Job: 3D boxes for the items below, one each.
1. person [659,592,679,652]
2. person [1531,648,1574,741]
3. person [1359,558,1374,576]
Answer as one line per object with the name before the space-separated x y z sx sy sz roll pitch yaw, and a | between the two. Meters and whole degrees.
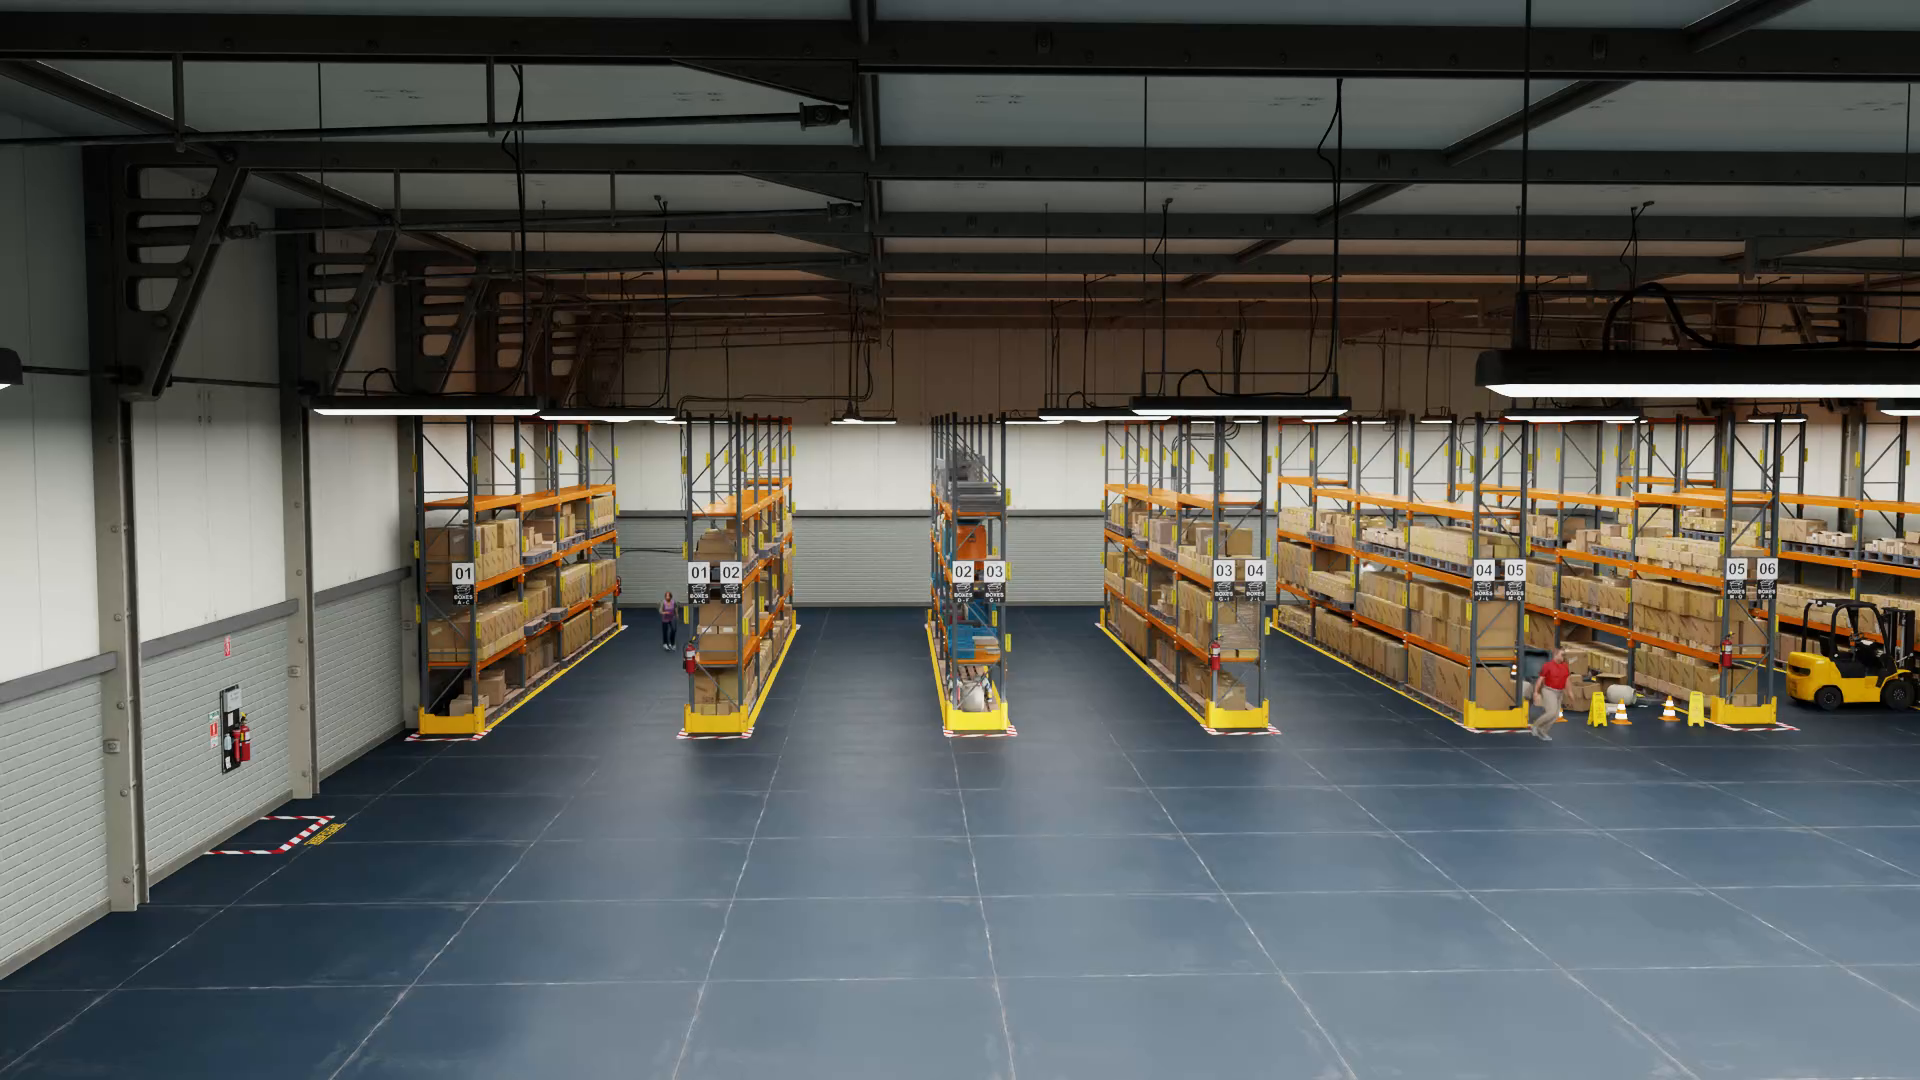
person | -7.430 2.068 42.442 0.546 1.546 0.901 -1 4 -18
person | 10.792 2.817 30.311 0.660 1.706 0.591 -2 4 -28
person | 12.382 1.388 50.765 0.858 1.826 0.674 -3 5 -36
